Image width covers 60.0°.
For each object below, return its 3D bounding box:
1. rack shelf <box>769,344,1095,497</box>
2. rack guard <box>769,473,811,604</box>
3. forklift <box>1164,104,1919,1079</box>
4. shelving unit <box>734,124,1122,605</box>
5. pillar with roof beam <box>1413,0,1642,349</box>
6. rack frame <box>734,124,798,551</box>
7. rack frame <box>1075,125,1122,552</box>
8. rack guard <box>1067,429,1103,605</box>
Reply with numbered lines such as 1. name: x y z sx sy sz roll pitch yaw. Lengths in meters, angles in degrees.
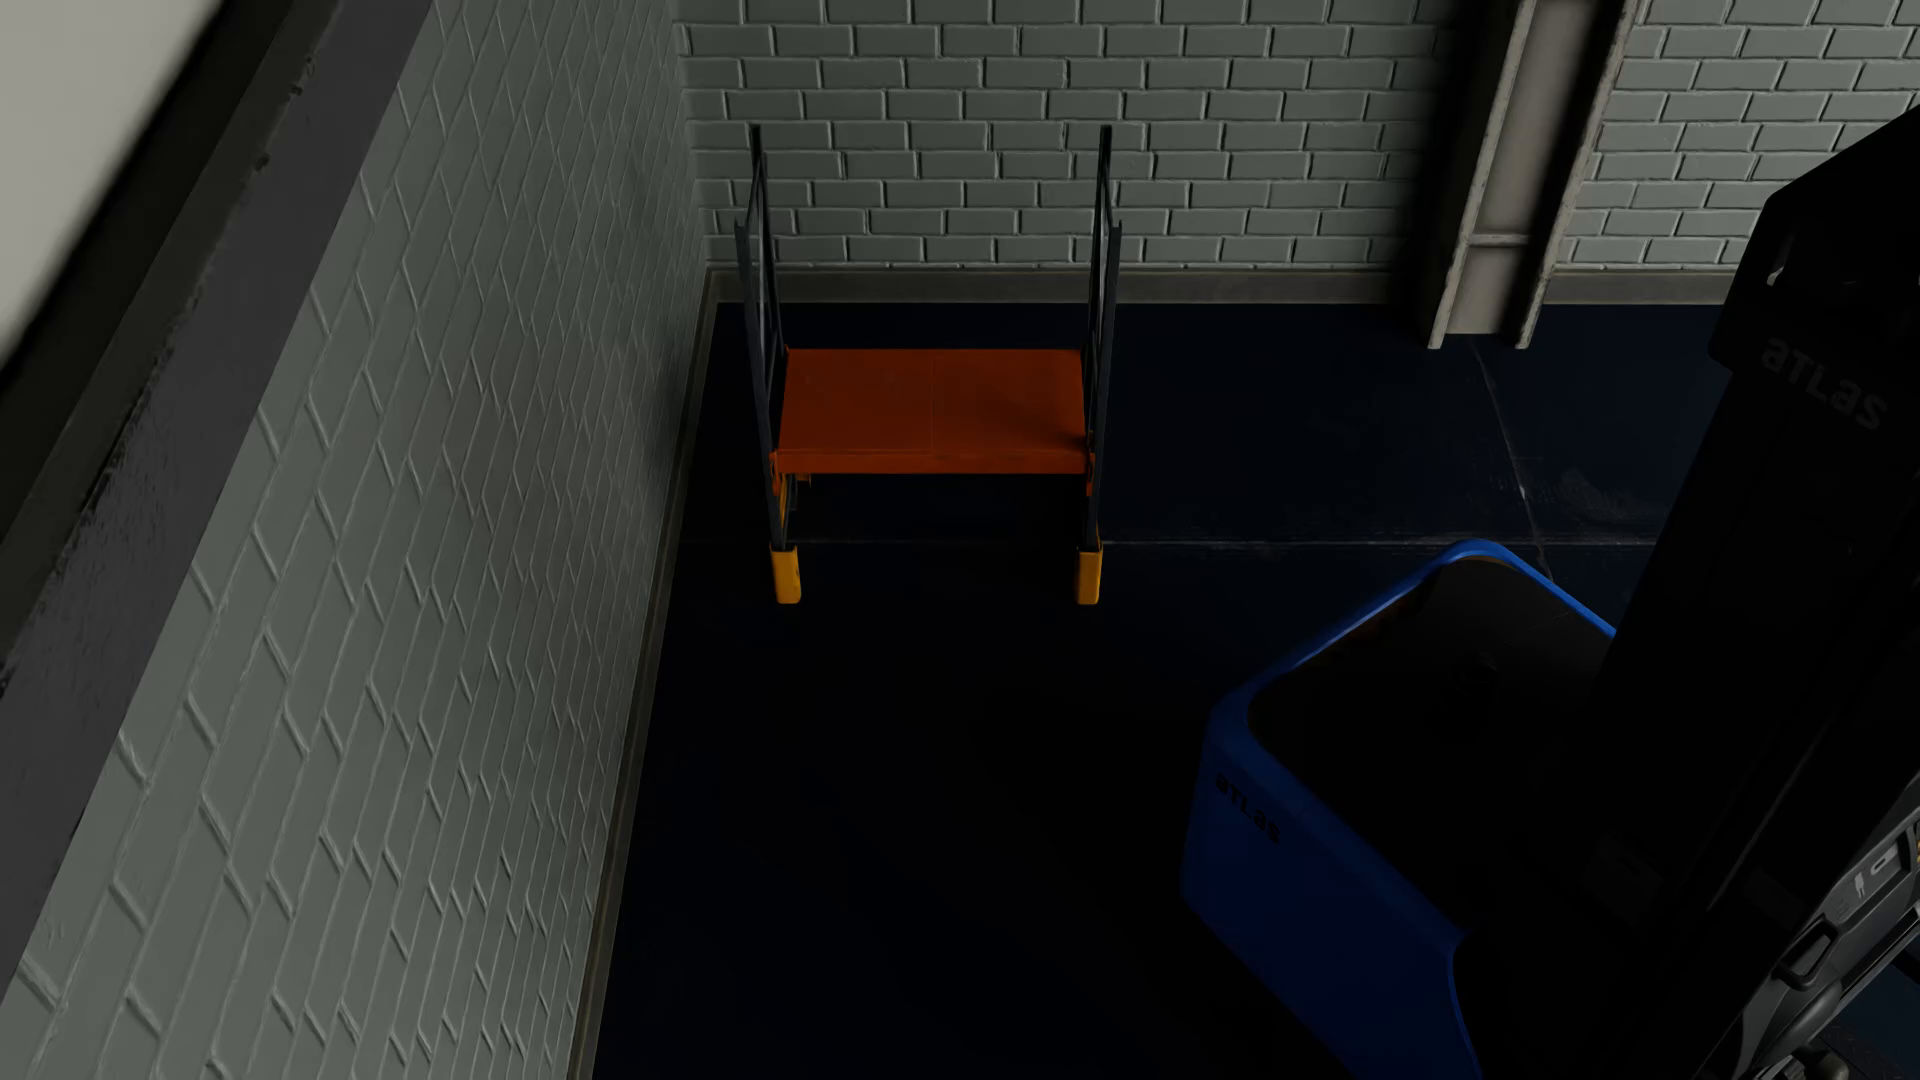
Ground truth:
1. rack shelf: -0.085 -0.389 5.333 1.000 0.185 0.538 0 47 0
2. rack guard: -0.574 -0.087 5.660 0.087 0.250 0.587 0 47 0
3. forklift: 1.865 0.773 3.028 1.130 2.935 3.031 -29 54 -25
4. shelving unit: -0.076 -0.511 5.201 1.083 1.500 0.587 0 47 0
5. pillar with roof beam: 1.988 -0.769 0.318 0.400 9.000 9.100 0 47 0
6. rack frame: -0.594 -0.513 5.203 0.032 1.500 0.500 0 47 0
7. rack frame: 0.423 -0.510 5.200 0.032 1.500 0.500 0 47 0
8. rack guard: 0.422 -0.084 5.657 0.087 0.250 0.587 0 47 0
